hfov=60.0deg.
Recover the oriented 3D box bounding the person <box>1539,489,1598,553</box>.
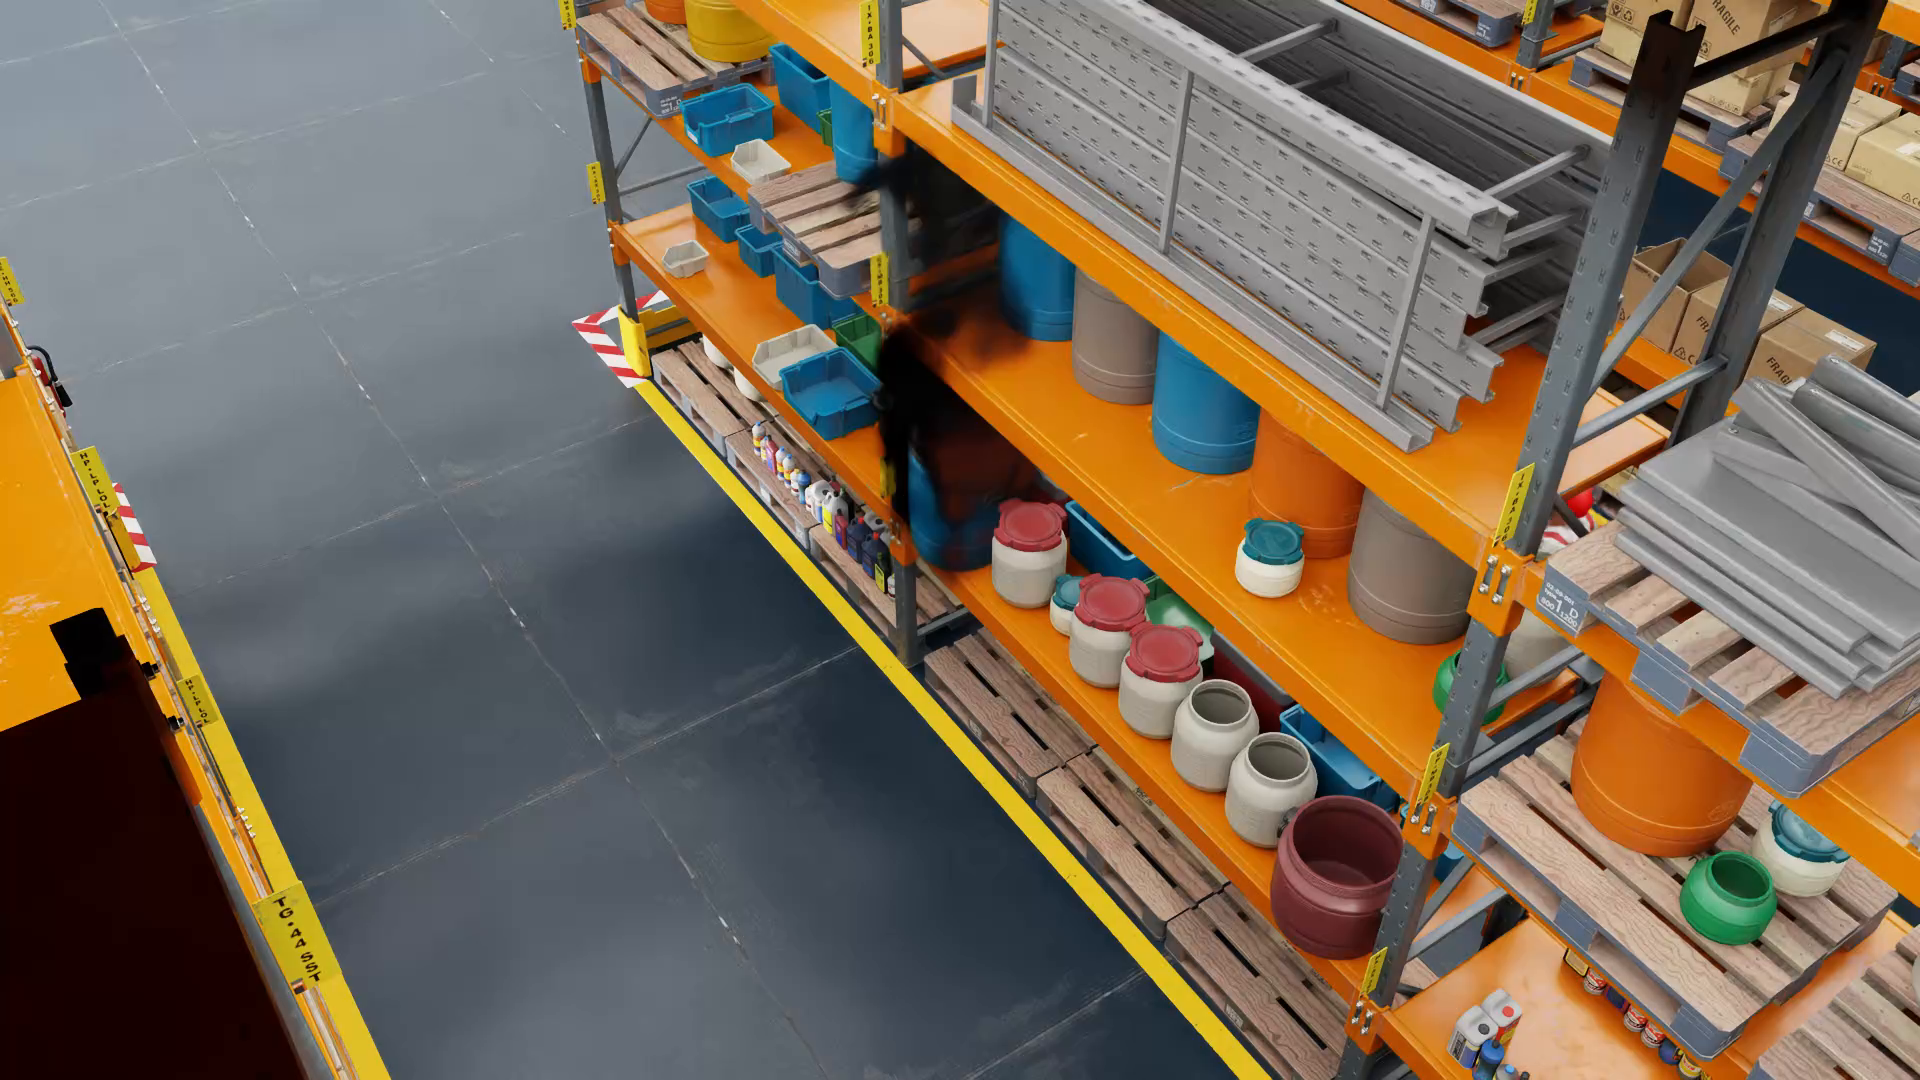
[{"bbox_3d":[3.396,0.343,9.680,0.632,1.747,0.658,32,51,30],"label":"person"}]
